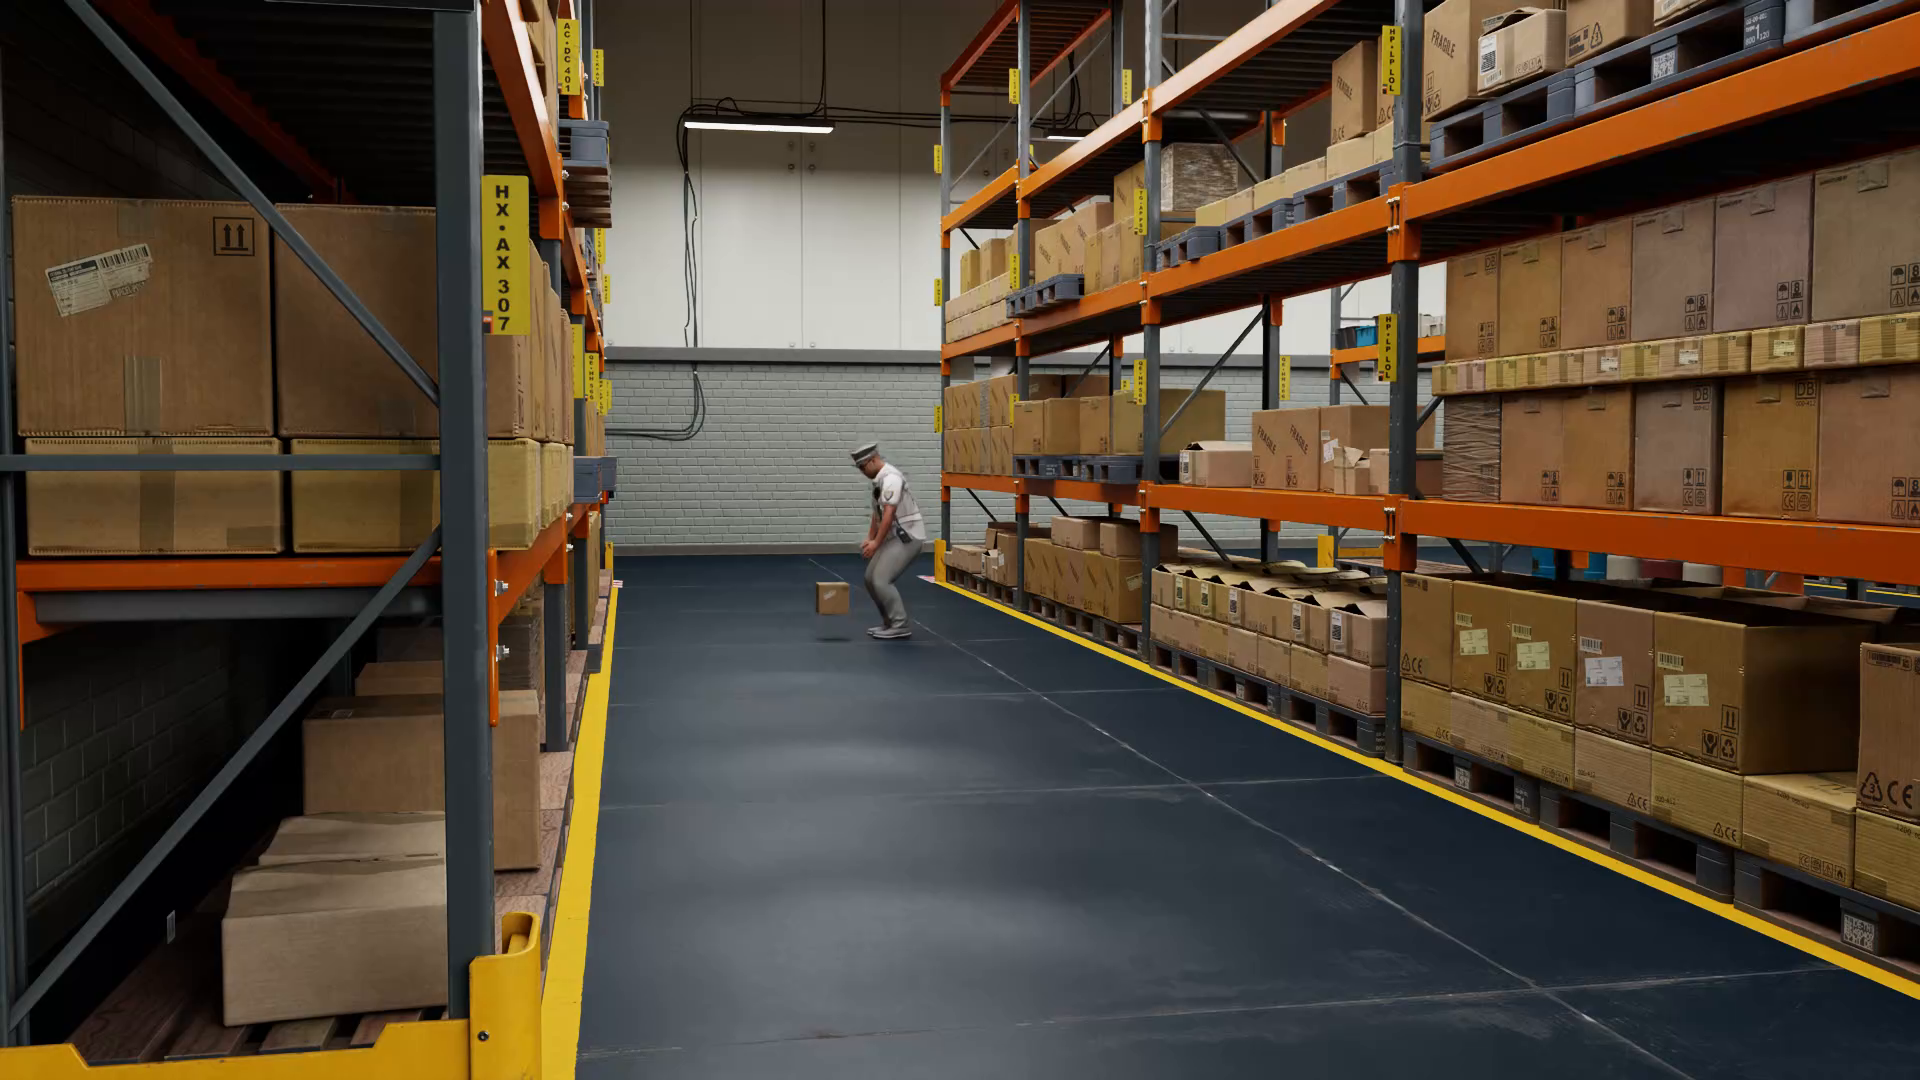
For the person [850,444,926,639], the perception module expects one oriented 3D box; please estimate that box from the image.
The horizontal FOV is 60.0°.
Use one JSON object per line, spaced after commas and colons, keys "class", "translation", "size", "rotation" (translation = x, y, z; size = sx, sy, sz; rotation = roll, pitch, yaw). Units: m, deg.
{"class": "person", "translation": [-0.602, 0.008, 13.835], "size": [0.629, 1.614, 0.578], "rotation": [-1, 3, -11]}
